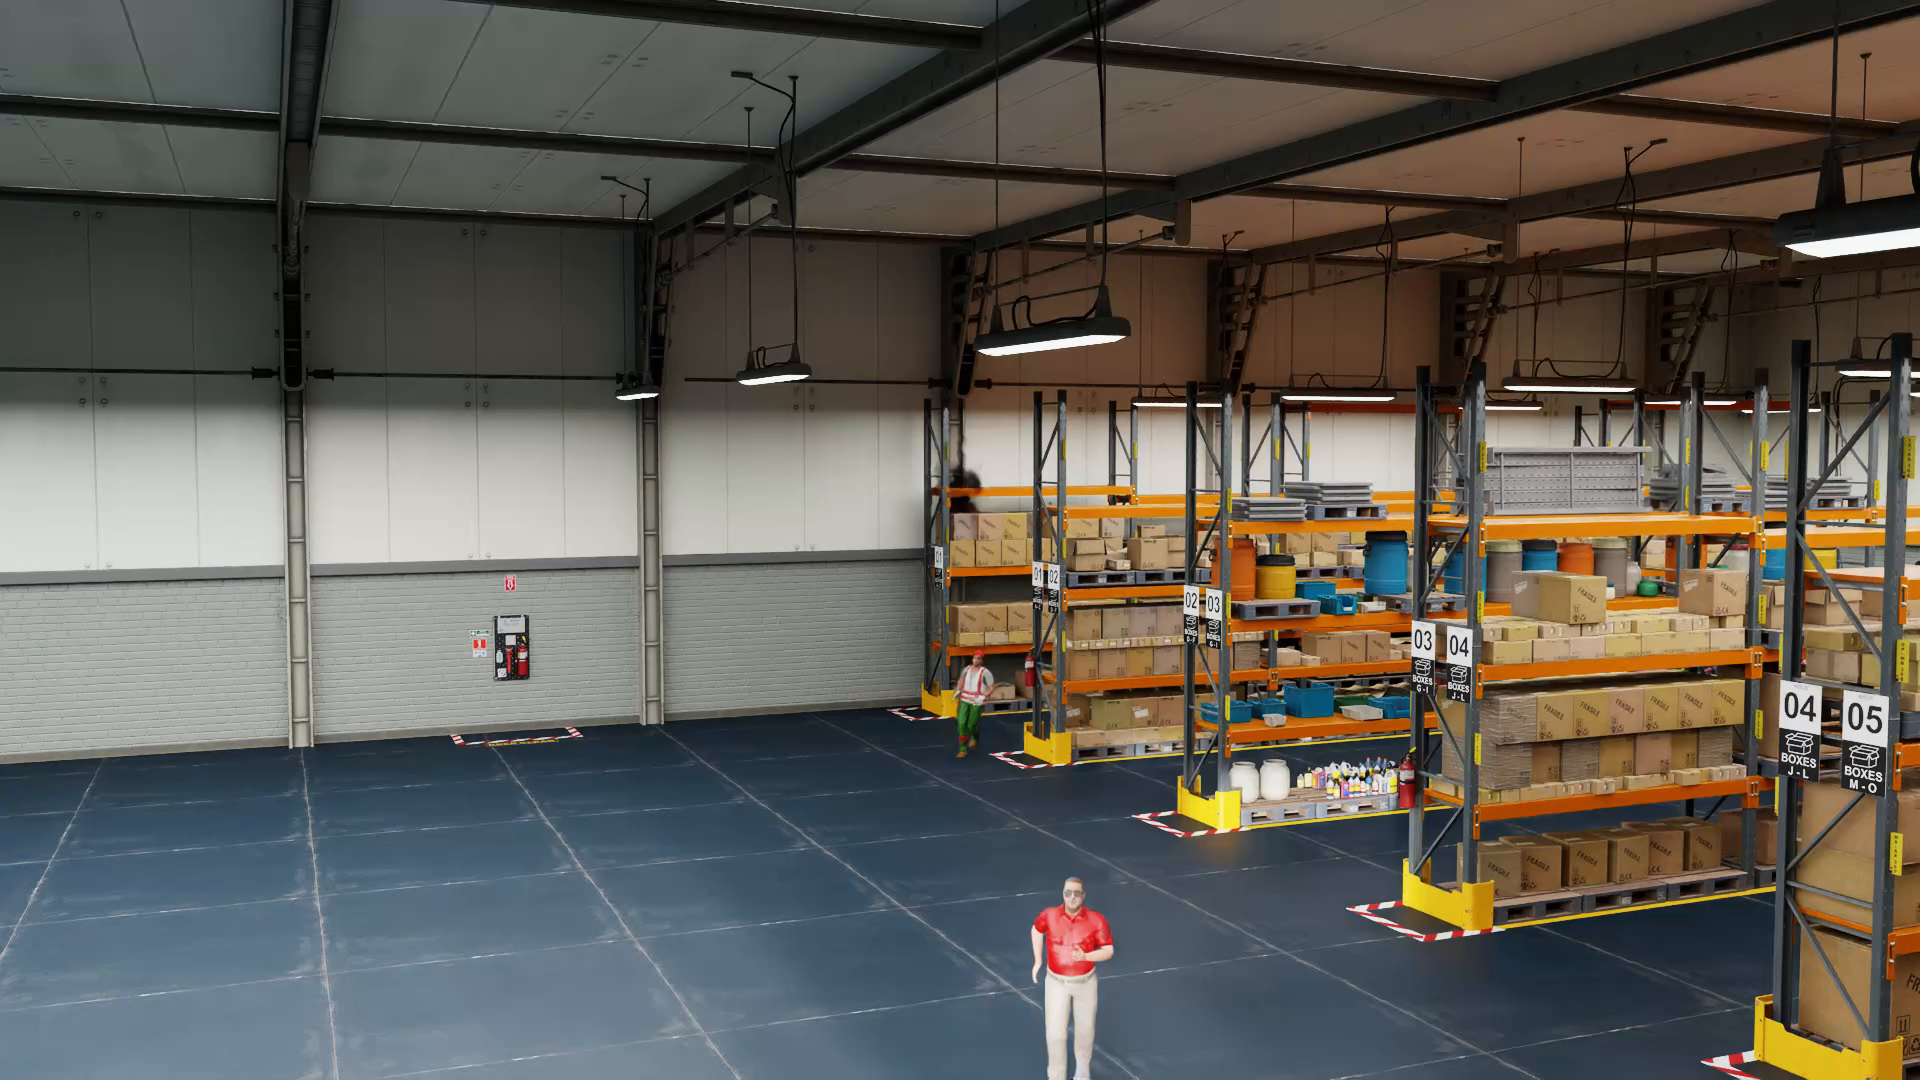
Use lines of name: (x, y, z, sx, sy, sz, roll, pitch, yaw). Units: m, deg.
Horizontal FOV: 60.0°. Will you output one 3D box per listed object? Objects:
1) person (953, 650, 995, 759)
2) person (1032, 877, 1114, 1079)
person: (0.214, 2.688, 27.338, 0.705, 1.761, 0.755, 2, 4, 26)
person: (0.879, 3.531, 13.030, 0.643, 1.790, 0.806, 0, 3, 4)
